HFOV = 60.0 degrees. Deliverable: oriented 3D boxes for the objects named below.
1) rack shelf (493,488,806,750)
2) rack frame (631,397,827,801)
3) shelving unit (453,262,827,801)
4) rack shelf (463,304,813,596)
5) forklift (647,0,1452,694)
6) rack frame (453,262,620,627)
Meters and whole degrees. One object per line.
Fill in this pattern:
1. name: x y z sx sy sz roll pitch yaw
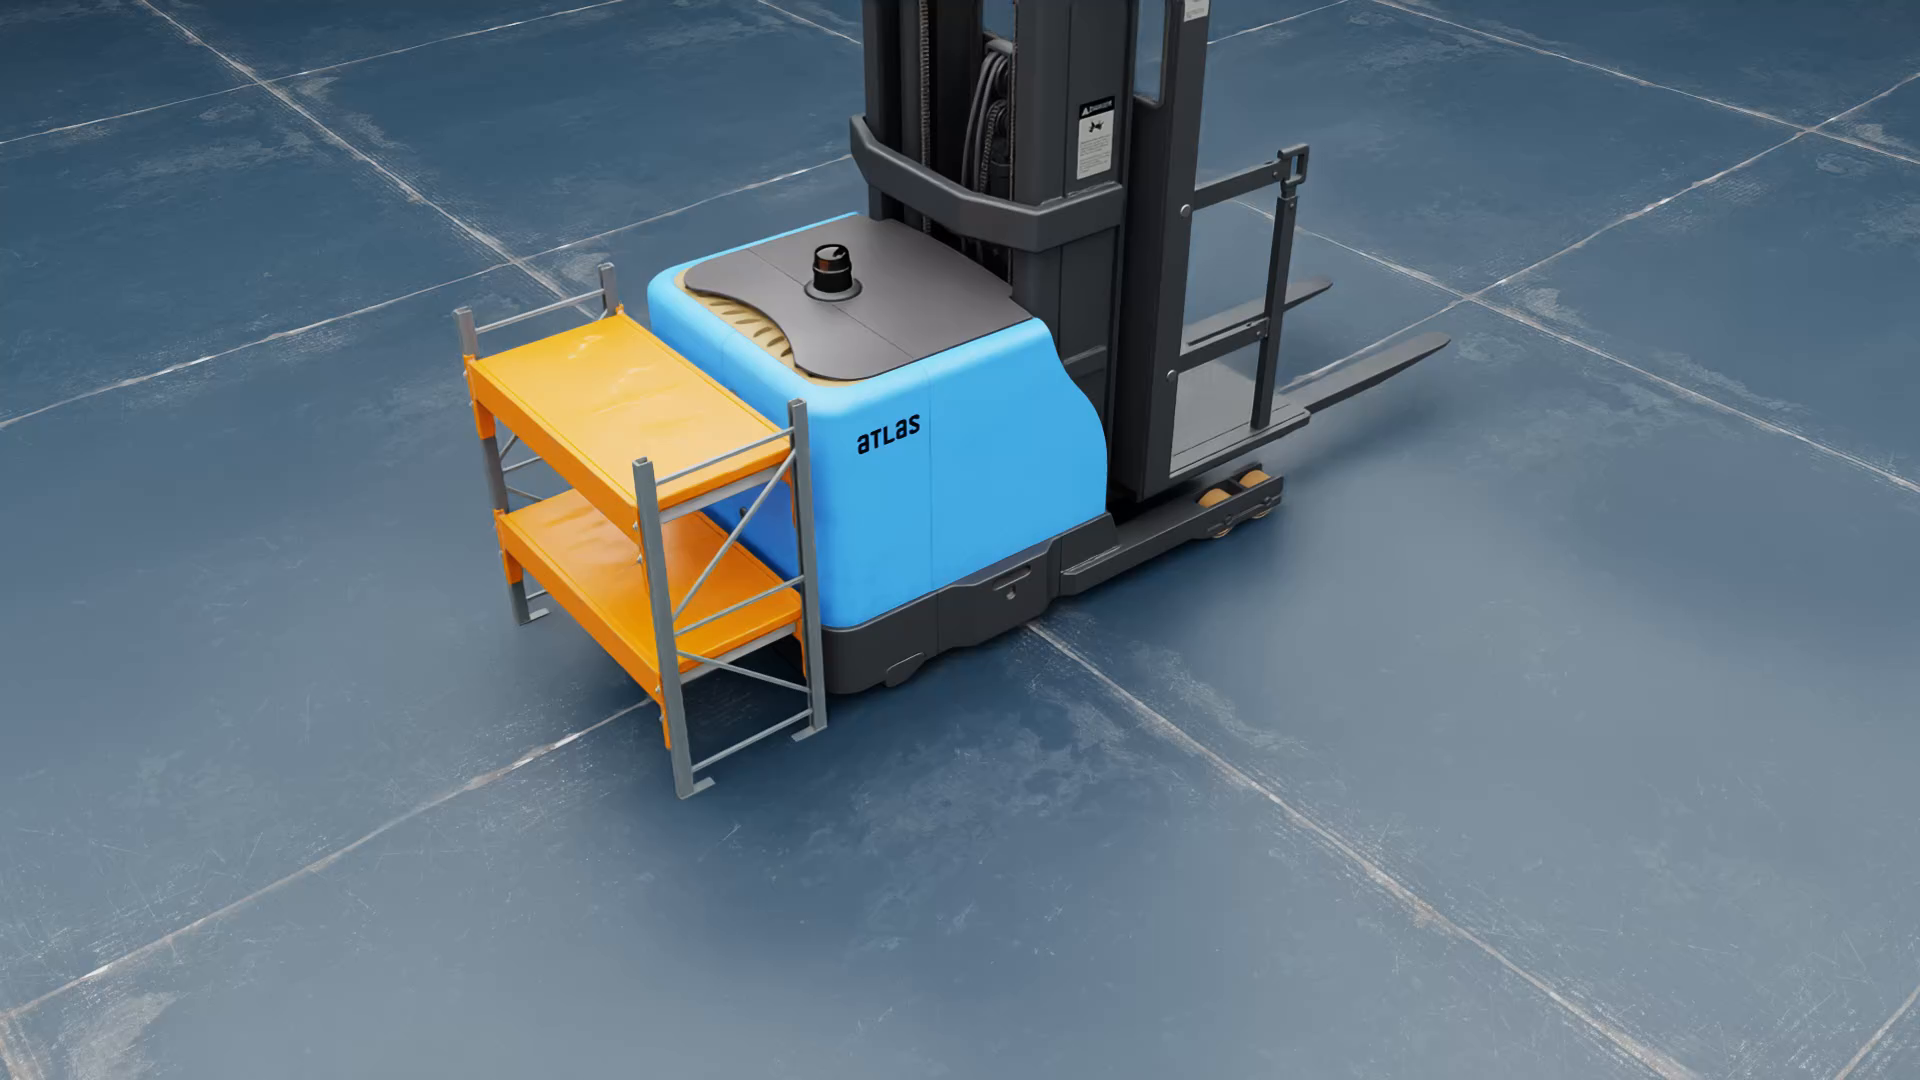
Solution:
1. rack shelf: -0.918 0.153 4.984 0.538 0.278 1.000 -25 42 -31
2. rack frame: -0.601 0.183 4.519 0.500 1.125 0.032 -25 42 -31
3. shelving unit: -0.918 -0.047 4.843 0.538 1.125 1.048 -25 42 -31
4. rack shelf: -0.918 -0.286 4.674 0.538 0.278 1.000 -25 42 -31
5. forklift: 0.514 -1.424 5.224 3.031 2.935 1.130 -24 42 -30
6. rack frame: -1.235 -0.277 5.167 0.500 1.125 0.032 -25 42 -31
